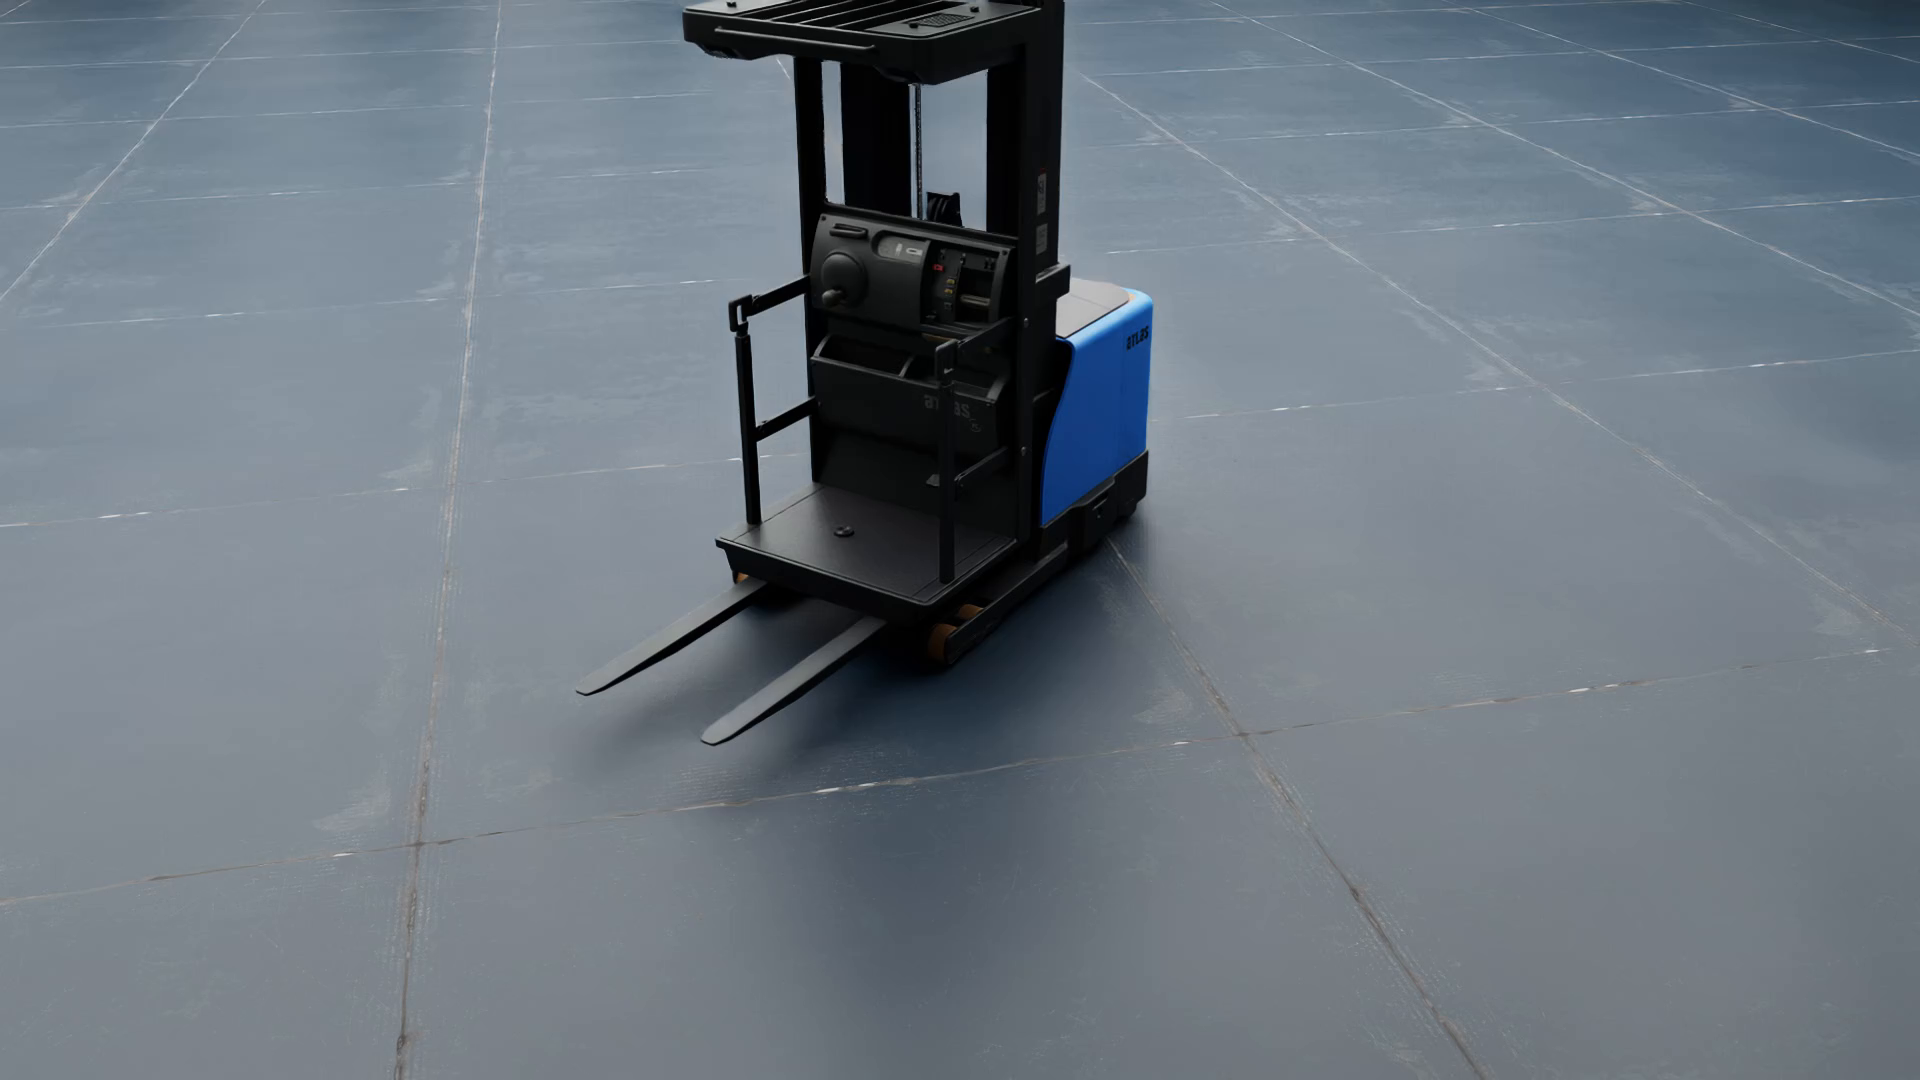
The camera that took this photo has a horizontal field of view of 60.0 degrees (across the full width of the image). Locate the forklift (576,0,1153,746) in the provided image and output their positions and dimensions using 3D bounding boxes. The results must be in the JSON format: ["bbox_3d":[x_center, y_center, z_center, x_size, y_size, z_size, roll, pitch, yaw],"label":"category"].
[{"bbox_3d":[-0.323,-1.044,6.566,1.130,2.935,3.031,16,31,29],"label":"forklift"}]
